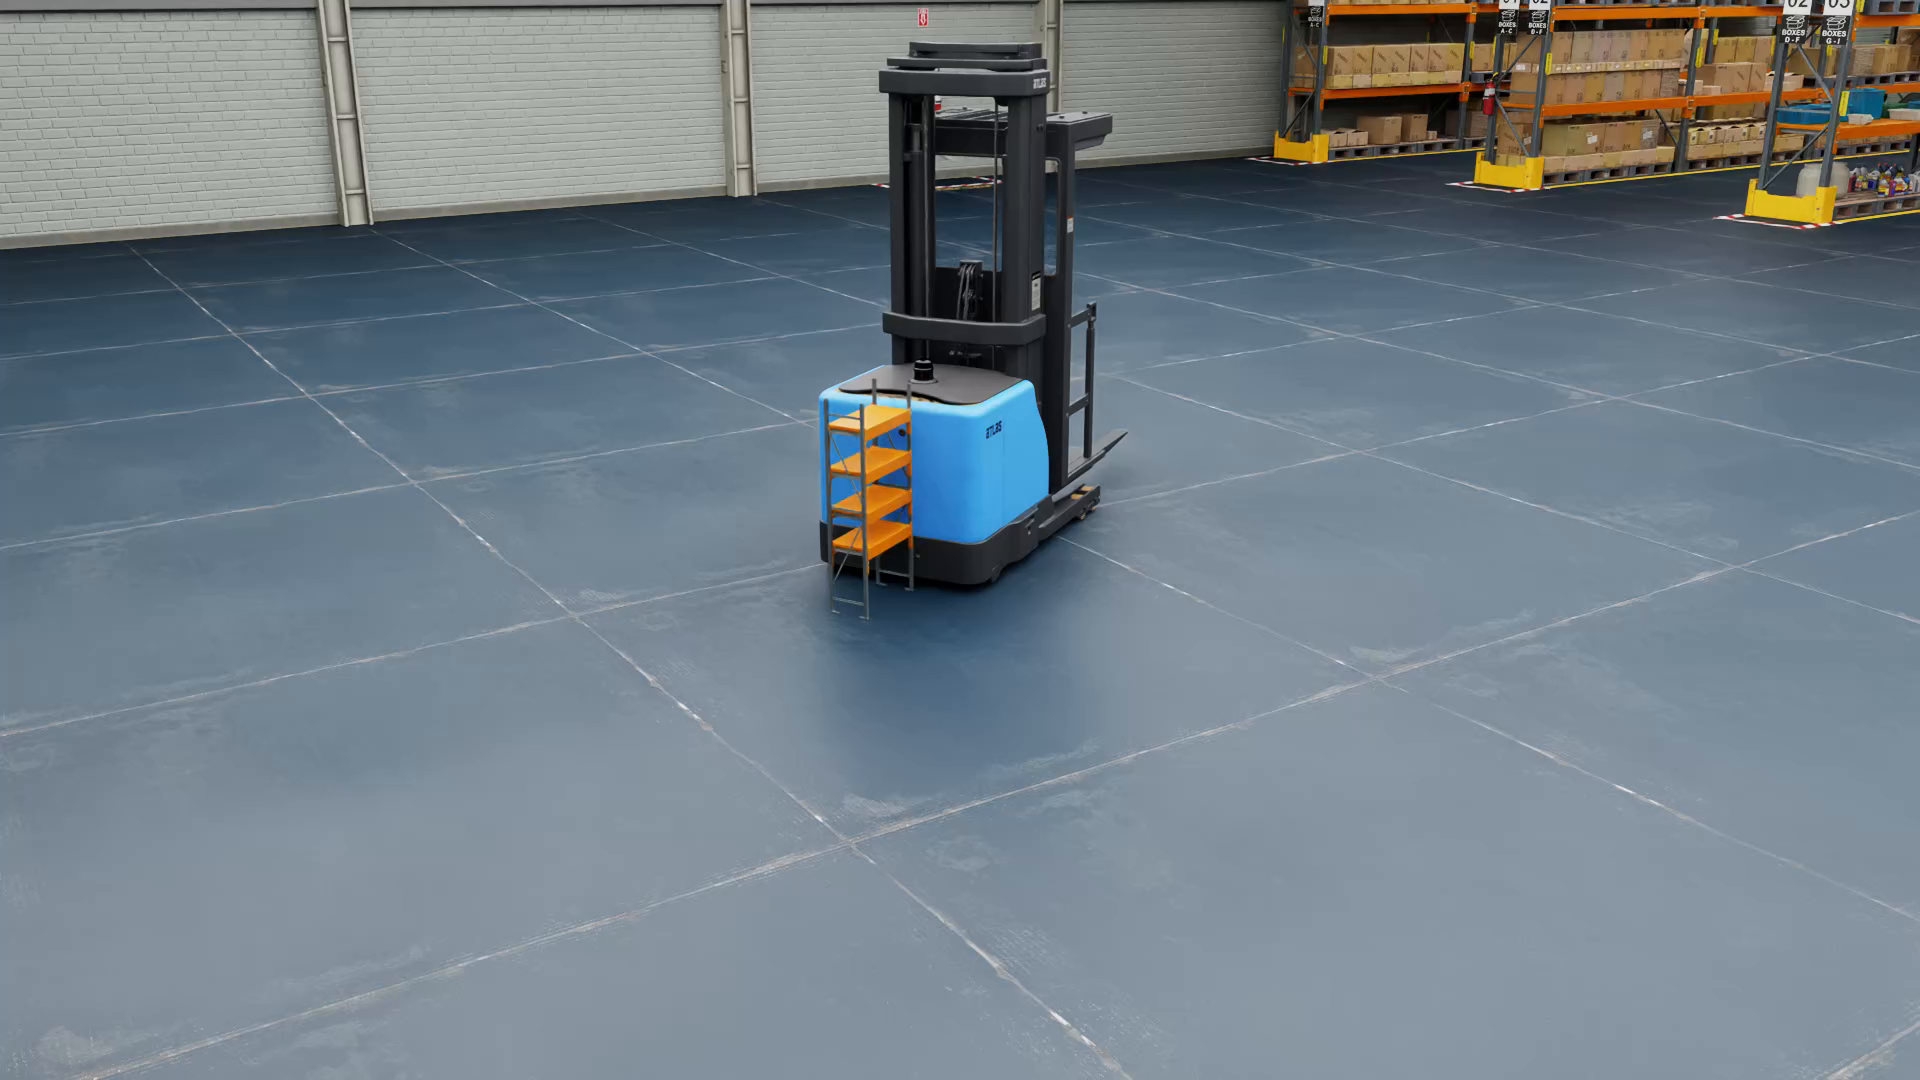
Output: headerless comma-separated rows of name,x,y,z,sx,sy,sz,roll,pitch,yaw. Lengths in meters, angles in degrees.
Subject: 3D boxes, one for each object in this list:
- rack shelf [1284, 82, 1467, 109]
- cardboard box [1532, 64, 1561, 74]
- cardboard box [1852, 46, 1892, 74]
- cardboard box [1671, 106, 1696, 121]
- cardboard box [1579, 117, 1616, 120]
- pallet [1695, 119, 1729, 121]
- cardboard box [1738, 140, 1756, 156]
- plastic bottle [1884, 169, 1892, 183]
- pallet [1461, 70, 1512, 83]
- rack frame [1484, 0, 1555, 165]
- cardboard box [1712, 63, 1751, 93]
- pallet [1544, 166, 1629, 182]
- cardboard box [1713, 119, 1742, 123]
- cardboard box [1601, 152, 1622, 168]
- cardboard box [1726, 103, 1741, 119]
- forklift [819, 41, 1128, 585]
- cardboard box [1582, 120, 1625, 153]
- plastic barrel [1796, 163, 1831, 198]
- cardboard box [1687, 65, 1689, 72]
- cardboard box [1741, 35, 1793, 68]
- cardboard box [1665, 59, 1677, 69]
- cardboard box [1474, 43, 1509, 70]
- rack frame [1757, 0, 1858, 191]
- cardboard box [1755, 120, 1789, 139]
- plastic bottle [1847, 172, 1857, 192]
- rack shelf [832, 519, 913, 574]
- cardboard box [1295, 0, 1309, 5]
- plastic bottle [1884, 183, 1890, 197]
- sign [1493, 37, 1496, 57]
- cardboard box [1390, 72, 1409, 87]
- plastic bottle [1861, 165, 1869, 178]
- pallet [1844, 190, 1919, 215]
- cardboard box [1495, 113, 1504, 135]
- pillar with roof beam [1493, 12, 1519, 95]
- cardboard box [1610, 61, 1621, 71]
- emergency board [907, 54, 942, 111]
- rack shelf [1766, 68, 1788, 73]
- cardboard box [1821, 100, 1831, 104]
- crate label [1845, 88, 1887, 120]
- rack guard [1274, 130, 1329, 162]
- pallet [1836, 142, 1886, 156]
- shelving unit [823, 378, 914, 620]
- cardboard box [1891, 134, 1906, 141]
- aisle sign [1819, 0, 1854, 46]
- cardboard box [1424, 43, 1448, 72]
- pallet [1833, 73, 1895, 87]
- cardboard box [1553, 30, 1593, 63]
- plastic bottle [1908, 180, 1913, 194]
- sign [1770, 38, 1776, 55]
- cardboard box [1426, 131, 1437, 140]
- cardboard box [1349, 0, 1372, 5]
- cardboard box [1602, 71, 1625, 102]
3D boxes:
rack shelf,8.107,-8.694,32.399,4.000,0.370,1.077,-12,22,-31
cardboard box,9.610,-7.724,27.239,0.250,0.149,0.380,-12,22,-32
cardboard box,17.744,-9.390,32.524,0.700,0.500,0.500,16,24,39
cardboard box,15.987,-9.827,37.330,0.750,0.750,0.750,-12,22,-31
cardboard box,11.110,-7.140,29.147,0.500,0.500,0.500,-12,22,-31
pallet,17.136,-9.588,38.275,1.213,0.211,1.003,-12,22,-31
cardboard box,14.262,-7.234,30.598,0.500,0.250,0.500,-11,22,-30
plastic bottle,14.269,-5.564,25.591,0.097,0.271,0.097,0,19,0
pallet,10.495,-9.391,33.640,1.213,0.211,1.003,-12,22,-31
rack frame,9.164,-7.358,27.325,0.127,3.000,1.000,-12,22,-31
cardboard box,14.013,-8.422,30.316,0.500,0.500,0.500,-12,22,-31
pallet,10.797,-6.396,28.835,1.213,0.211,1.003,-12,22,-31
cardboard box,14.385,-7.731,31.191,0.500,0.311,0.500,-13,22,-33
cardboard box,10.988,-6.553,28.582,0.500,0.250,0.500,-12,22,-31
cardboard box,17.561,-10.002,38.395,0.500,0.500,0.700,-12,22,-32
forklift,0.261,-1.570,10.312,1.130,2.935,3.031,8,20,23
cardboard box,10.988,-6.908,28.461,0.500,0.500,0.500,-12,22,-31
plastic barrel,12.393,-5.189,24.138,0.421,0.512,0.421,0,19,0
cardboard box,16.134,-10.500,36.981,0.250,0.149,0.380,-11,22,-30
cardboard box,18.777,-11.419,38.869,0.700,0.700,0.980,-12,22,-32
cardboard box,12.188,-8.269,28.851,0.250,0.149,0.380,-12,22,-33
cardboard box,10.691,-9.819,33.763,0.500,0.500,0.700,-9,21,-26
rack frame,11.885,-6.032,23.404,0.127,3.000,1.000,-12,22,-31
cardboard box,15.113,-7.677,31.033,0.500,0.311,0.500,-12,22,-32
plastic bottle,13.462,-5.403,25.098,0.133,0.283,0.061,-12,22,-31
rack shelf,-0.486,0.024,9.116,0.258,0.148,0.480,10,22,27
cardboard box,6.645,-10.301,31.160,0.500,0.500,0.500,-10,21,-28
plastic bottle,13.657,-5.169,24.534,0.097,0.201,0.097,0,19,0
sign,8.877,-8.166,27.538,0.005,0.325,0.100,-12,22,-31
cardboard box,8.296,-8.893,32.070,0.500,0.250,0.500,-12,22,-31
plastic bottle,13.811,-5.551,25.430,0.185,0.351,0.144,-12,22,-32
pallet,13.622,-5.092,24.978,1.213,0.211,1.003,-12,22,-31
cardboard box,10.786,-8.649,34.362,0.500,0.500,0.700,-12,22,-32
pillar with roof beam,13.924,-11.784,31.051,0.400,9.000,9.100,-12,22,-31
cardboard box,10.894,-7.994,28.039,0.250,0.149,0.380,-12,22,-31
emergency board,-0.551,-7.555,27.908,0.643,1.169,0.194,-12,22,-31
rack shelf,18.129,-10.807,38.652,4.000,0.370,1.077,-12,22,-31
cardboard box,17.394,-8.566,32.945,0.500,0.250,0.500,-12,22,-32
crate label,13.273,-6.445,24.571,0.616,0.435,0.502,-12,22,-31
rack guard,6.500,-7.511,31.682,0.348,0.500,1.175,-12,22,-31
pallet,17.507,-7.781,32.930,1.213,0.211,1.003,-12,22,-31
shelving unit,-0.487,-0.226,9.027,0.258,1.200,0.503,10,22,27
cardboard box,18.514,-8.247,33.172,0.500,0.500,0.500,-12,22,-31
aisle sign,11.986,-7.173,22.718,0.004,0.787,0.394,-12,22,-31
cardboard box,9.138,-9.425,32.471,0.500,0.500,0.500,-12,22,-32
pallet,17.467,-9.020,32.541,1.213,0.211,1.003,-12,22,-31
cardboard box,10.041,-8.202,27.640,0.500,0.500,0.700,-13,22,-33
plastic bottle,14.195,-5.283,24.869,0.097,0.201,0.097,0,19,0
sign,15.539,-9.421,31.745,0.005,0.325,0.100,-12,22,-31
cardboard box,9.347,-8.151,33.407,0.250,0.166,0.380,-16,24,-38
cardboard box,7.321,-10.237,30.971,0.500,0.500,0.500,-10,21,-28
cardboard box,10.852,-7.757,28.351,0.500,0.500,0.700,-11,22,-30
